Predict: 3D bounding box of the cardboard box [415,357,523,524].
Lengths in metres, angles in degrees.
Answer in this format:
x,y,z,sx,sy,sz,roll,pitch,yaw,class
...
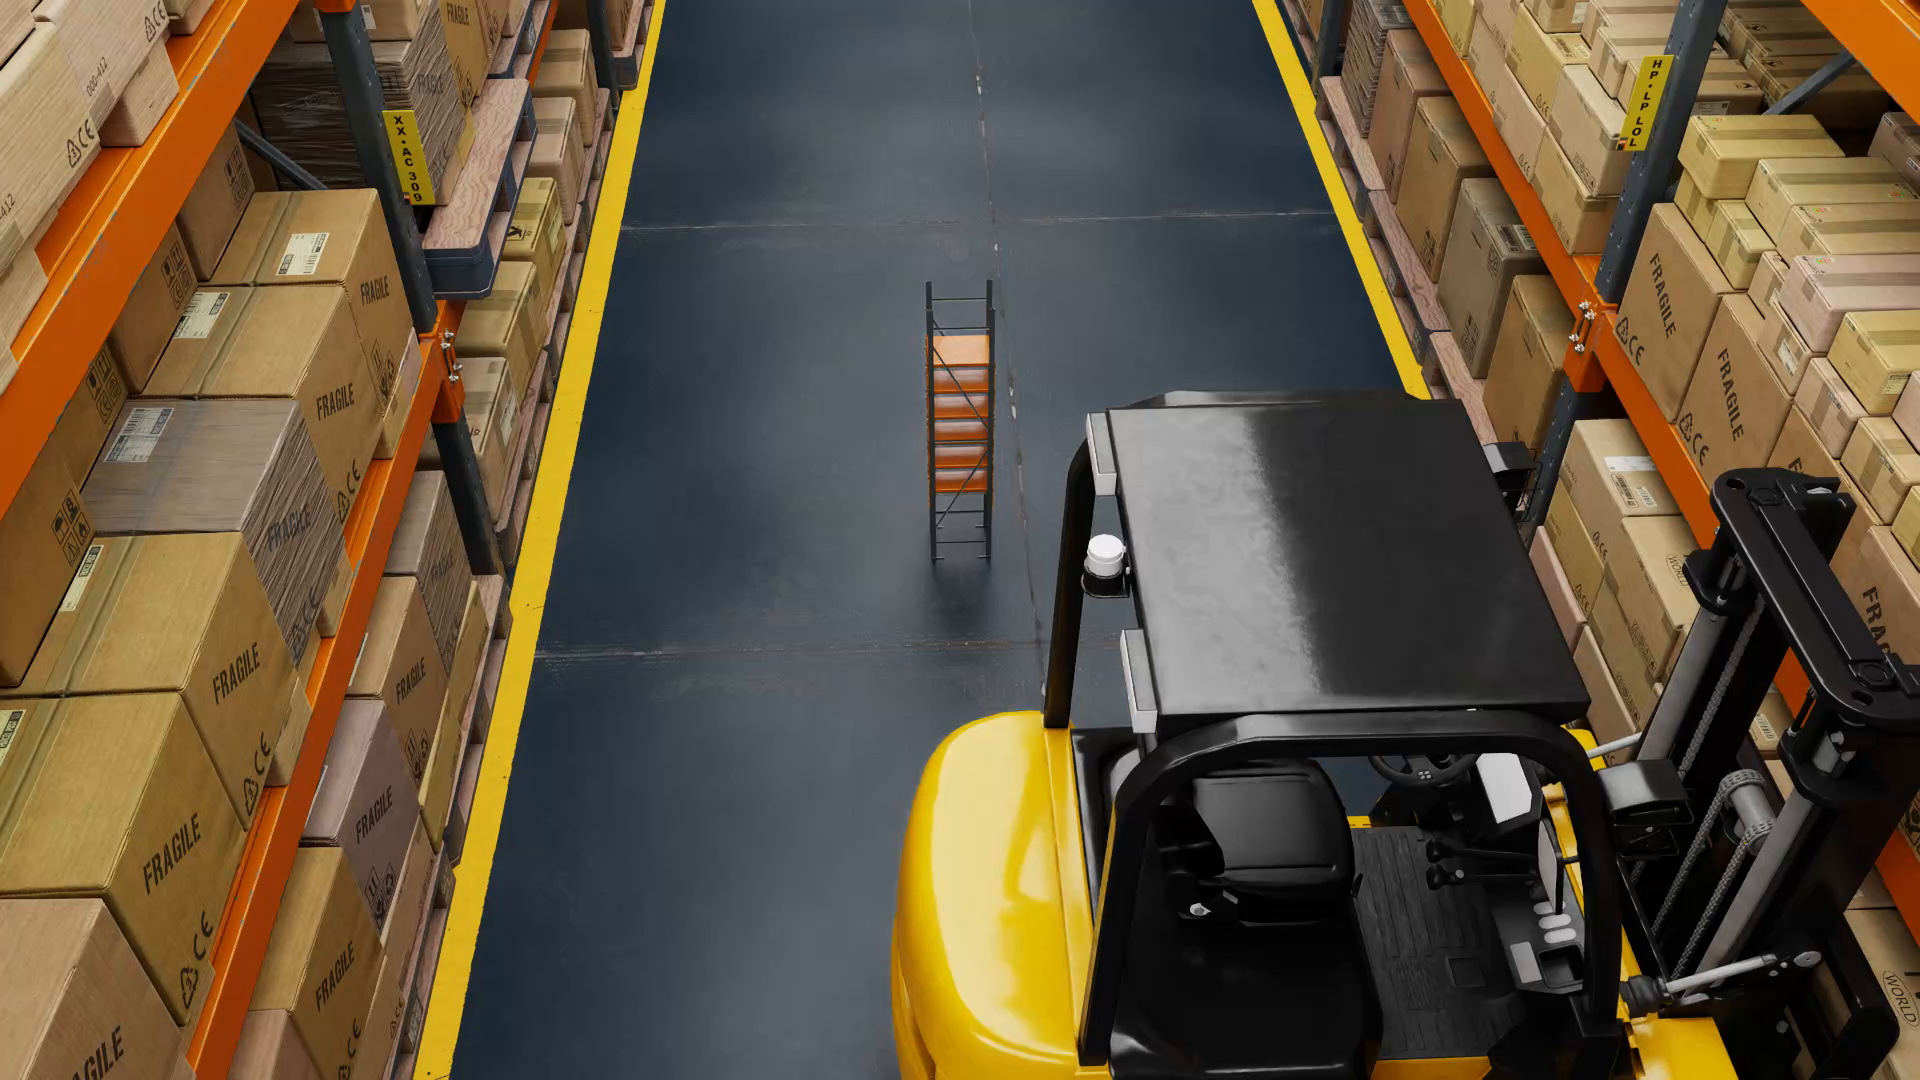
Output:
x,y,z,sx,sy,sz,roll,pitch,yaw,class
-2.288,-0.390,6.590,0.950,0.372,0.625,-1,43,-1,cardboard box

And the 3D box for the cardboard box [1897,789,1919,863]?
x,y,z,sx,sy,sz,roll,pitch,yaw,class
2.548,0.647,3.750,0.500,0.500,0.500,-2,43,-3,cardboard box

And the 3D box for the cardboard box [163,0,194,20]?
x,y,z,sx,sy,sz,roll,pitch,yaw,class
-1.953,-1.379,3.705,0.500,0.250,0.500,-2,43,-2,cardboard box

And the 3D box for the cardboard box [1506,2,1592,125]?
x,y,z,sx,sy,sz,roll,pitch,yaw,class
2.391,-1.795,6.230,0.500,0.250,0.500,-3,43,-3,cardboard box

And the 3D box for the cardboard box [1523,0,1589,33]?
x,y,z,sx,sy,sz,roll,pitch,yaw,class
2.329,-2.010,6.168,0.380,0.149,0.250,-3,43,-3,cardboard box

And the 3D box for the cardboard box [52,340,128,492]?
x,y,z,sx,sy,sz,roll,pitch,yaw,class
-2.467,-0.377,3.907,0.700,0.500,0.500,-3,43,-3,cardboard box

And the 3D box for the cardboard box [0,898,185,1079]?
x,y,z,sx,sy,sz,roll,pitch,yaw,class
-1.861,1.026,3.116,0.500,0.500,0.500,0,43,0,cardboard box

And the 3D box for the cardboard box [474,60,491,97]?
x,y,z,sx,sy,sz,roll,pitch,yaw,class
-2.030,-1.827,6.399,0.380,0.149,0.250,-1,43,-1,cardboard box

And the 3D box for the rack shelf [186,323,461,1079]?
x,y,z,sx,sy,sz,roll,pitch,yaw,class
-2.178,0.765,4.228,1.077,0.370,4.000,-2,43,-2,rack shelf

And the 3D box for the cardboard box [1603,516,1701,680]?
x,y,z,sx,sy,sz,roll,pitch,yaw,class
2.415,0.176,5.322,0.500,0.250,0.500,-2,43,-2,cardboard box

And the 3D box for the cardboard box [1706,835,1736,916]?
x,y,z,sx,sy,sz,roll,pitch,yaw,class
2.462,1.035,4.755,0.500,0.250,0.500,-2,43,-2,cardboard box

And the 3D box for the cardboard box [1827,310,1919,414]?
x,y,z,sx,sy,sz,roll,pitch,yaw,class
2.481,-0.460,4.258,0.380,0.149,0.250,-2,43,-2,cardboard box

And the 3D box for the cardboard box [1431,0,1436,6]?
x,y,z,sx,sy,sz,roll,pitch,yaw,class
2.346,-2.646,7.528,0.500,0.250,0.500,-3,43,-3,cardboard box

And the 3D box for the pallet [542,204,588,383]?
x,y,z,sx,sy,sz,roll,pitch,yaw,class
-2.352,-1.173,7.874,1.003,0.211,1.213,-2,43,-2,pallet

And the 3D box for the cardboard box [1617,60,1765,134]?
x,y,z,sx,sy,sz,roll,pitch,yaw,class
2.460,-1.495,5.607,0.380,0.149,0.250,0,43,0,cardboard box

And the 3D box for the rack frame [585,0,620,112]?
x,y,z,sx,sy,sz,roll,pitch,yaw,class
-2.433,-3.551,8.404,1.000,3.000,0.127,-2,43,-2,rack frame

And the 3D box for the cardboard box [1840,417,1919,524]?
x,y,z,sx,sy,sz,roll,pitch,yaw,class
2.472,-0.183,4.176,0.380,0.149,0.250,-3,43,-3,cardboard box

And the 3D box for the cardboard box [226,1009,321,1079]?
x,y,z,sx,sy,sz,roll,pitch,yaw,class
-1.879,1.511,4.051,0.500,0.500,0.500,-3,43,-3,cardboard box

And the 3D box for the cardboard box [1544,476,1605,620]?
x,y,z,sx,sy,sz,roll,pitch,yaw,class
2.408,0.015,5.868,0.500,0.250,0.500,-2,43,-2,cardboard box

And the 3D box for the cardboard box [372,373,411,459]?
x,y,z,sx,sy,sz,roll,pitch,yaw,class
-1.927,-0.381,5.132,0.380,0.149,0.250,-1,43,-1,cardboard box

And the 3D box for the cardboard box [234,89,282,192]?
x,y,z,sx,sy,sz,roll,pitch,yaw,class
-2.512,-1.457,5.515,0.500,0.500,0.500,-2,43,-3,cardboard box

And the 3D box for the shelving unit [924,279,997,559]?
x,y,z,sx,sy,sz,roll,pitch,yaw,class
0.001,-0.433,6.334,0.258,1.200,0.189,-2,43,-2,shelving unit

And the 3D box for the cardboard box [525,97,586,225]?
x,y,z,sx,sy,sz,roll,pitch,yaw,class
-2.379,-1.857,8.190,0.950,0.372,0.625,-2,43,-3,cardboard box

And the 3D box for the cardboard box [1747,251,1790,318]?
x,y,z,sx,sy,sz,roll,pitch,yaw,class
2.498,-0.699,4.738,0.380,0.149,0.250,-2,43,-2,cardboard box

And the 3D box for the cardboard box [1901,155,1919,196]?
x,y,z,sx,sy,sz,roll,pitch,yaw,class
2.981,-1.003,4.851,0.380,0.149,0.250,-3,43,-3,cardboard box

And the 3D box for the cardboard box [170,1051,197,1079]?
x,y,z,sx,sy,sz,roll,pitch,yaw,class
-1.821,1.183,3.425,0.380,0.149,0.250,-1,43,-1,cardboard box

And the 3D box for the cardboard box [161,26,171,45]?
x,y,z,sx,sy,sz,roll,pitch,yaw,class
-2.024,-1.142,3.741,0.380,0.149,0.250,-3,43,-3,cardboard box

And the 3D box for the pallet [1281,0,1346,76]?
x,y,z,sx,sy,sz,roll,pitch,yaw,class
2.532,-3.173,10.055,1.003,0.211,1.213,-2,43,-2,pallet

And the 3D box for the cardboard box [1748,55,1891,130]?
x,y,z,sx,sy,sz,roll,pitch,yaw,class
2.895,-1.515,5.628,0.380,0.149,0.250,-3,43,-3,cardboard box

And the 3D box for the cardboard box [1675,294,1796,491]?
x,y,z,sx,sy,sz,roll,pitch,yaw,class
2.493,-0.374,4.864,0.500,0.500,0.500,-1,43,-1,cardboard box

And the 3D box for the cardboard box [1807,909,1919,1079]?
x,y,z,sx,sy,sz,roll,pitch,yaw,class
2.476,1.209,4.196,0.500,0.250,0.500,-1,43,-1,cardboard box

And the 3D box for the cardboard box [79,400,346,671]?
x,y,z,sx,sy,sz,roll,pitch,yaw,class
-1.940,-0.006,4.243,0.500,0.500,0.500,-1,43,-1,cardboard box

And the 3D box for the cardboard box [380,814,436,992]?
x,y,z,sx,sy,sz,roll,pitch,yaw,class
-1.920,1.103,5.051,0.500,0.250,0.500,-1,43,-1,cardboard box

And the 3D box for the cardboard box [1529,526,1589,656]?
x,y,z,sx,sy,sz,roll,pitch,yaw,class
2.386,0.200,6.036,0.500,0.250,0.500,-1,43,-1,cardboard box

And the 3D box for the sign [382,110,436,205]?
x,y,z,sx,sy,sz,roll,pitch,yaw,class
-1.721,-1.190,5.188,0.100,0.325,0.005,-2,43,-2,sign

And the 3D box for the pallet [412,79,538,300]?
x,y,z,sx,sy,sz,roll,pitch,yaw,class
-2.150,-1.300,6.090,1.003,0.211,1.213,-2,43,-2,pallet

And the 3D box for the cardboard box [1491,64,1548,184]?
x,y,z,sx,sy,sz,roll,pitch,yaw,class
2.386,-1.612,6.400,0.500,0.250,0.500,-2,43,-2,cardboard box

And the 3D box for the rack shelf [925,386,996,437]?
x,y,z,sx,sy,sz,roll,pitch,yaw,class
0.001,-0.488,6.283,0.258,0.103,0.180,-2,43,-2,rack shelf

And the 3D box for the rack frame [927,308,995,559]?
x,y,z,sx,sy,sz,roll,pitch,yaw,class
0.005,-0.371,6.267,0.240,1.200,0.006,-2,43,-2,rack frame

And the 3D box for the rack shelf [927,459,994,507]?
x,y,z,sx,sy,sz,roll,pitch,yaw,class
0.001,-0.223,6.526,0.258,0.103,0.180,-2,43,-2,rack shelf

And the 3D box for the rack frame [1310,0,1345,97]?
x,y,z,sx,sy,sz,roll,pitch,yaw,class
2.526,-3.696,8.562,1.000,3.000,0.127,-2,43,-2,rack frame

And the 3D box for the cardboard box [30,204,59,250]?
x,y,z,sx,sy,sz,roll,pitch,yaw,class
-1.974,-0.613,3.165,0.380,0.149,0.250,-2,43,-2,cardboard box

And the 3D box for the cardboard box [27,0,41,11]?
x,y,z,sx,sy,sz,roll,pitch,yaw,class
-1.909,-1.076,3.079,0.380,0.149,0.250,-1,43,-1,cardboard box

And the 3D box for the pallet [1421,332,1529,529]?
x,y,z,sx,sy,sz,roll,pitch,yaw,class
2.626,-0.464,7.099,1.003,0.211,1.213,-2,43,-2,pallet

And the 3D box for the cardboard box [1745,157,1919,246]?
x,y,z,sx,sy,sz,roll,pitch,yaw,class
2.532,-0.984,4.829,0.380,0.149,0.250,-1,43,-1,cardboard box

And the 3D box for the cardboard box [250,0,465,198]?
x,y,z,sx,sy,sz,roll,pitch,yaw,class
-1.996,-1.476,5.536,0.500,0.500,0.500,-1,43,-1,cardboard box

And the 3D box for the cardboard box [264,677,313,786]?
x,y,z,sx,sy,sz,roll,pitch,yaw,class
-1.870,0.483,4.189,0.380,0.149,0.250,-1,43,-1,cardboard box

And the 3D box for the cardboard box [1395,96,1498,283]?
x,y,z,sx,sy,sz,roll,pitch,yaw,class
2.603,-1.658,7.786,0.875,0.625,0.625,-3,43,-4,cardboard box

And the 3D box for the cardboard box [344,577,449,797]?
x,y,z,sx,sy,sz,roll,pitch,yaw,class
-1.946,0.467,5.190,0.500,0.500,0.500,-1,43,-1,cardboard box
